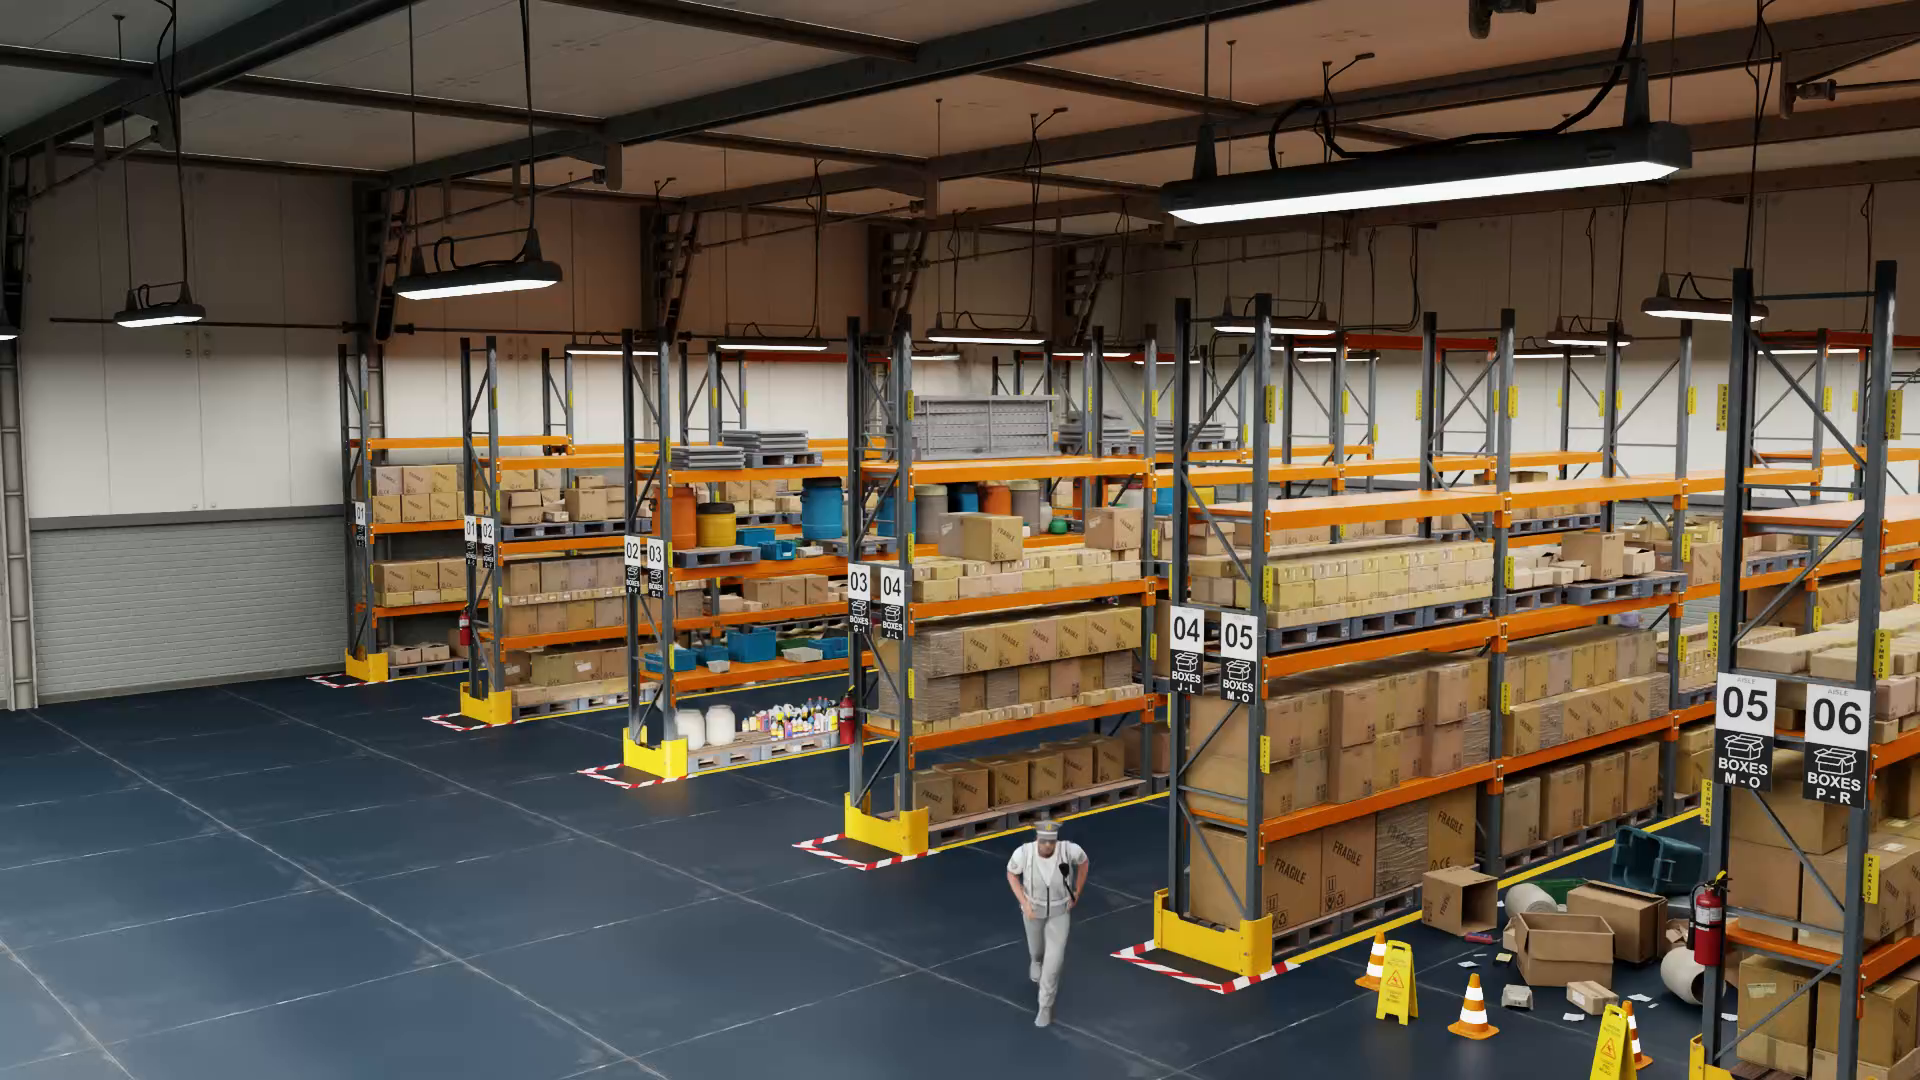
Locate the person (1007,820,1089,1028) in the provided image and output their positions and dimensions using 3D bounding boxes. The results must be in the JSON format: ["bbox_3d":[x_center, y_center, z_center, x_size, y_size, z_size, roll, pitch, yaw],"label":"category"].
[{"bbox_3d":[0.727,3.106,13.956,0.688,1.735,0.997,0,5,-2],"label":"person"}]

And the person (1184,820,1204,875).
[{"bbox_3d":[2.747,2.722,17.941,0.830,1.711,0.570,-4,6,-36],"label":"person"}]

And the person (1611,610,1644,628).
[{"bbox_3d":[12.005,1.686,29.788,0.624,1.610,0.981,-3,6,-27],"label":"person"}]

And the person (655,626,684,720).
[{"bbox_3d":[-4.392,2.101,24.962,0.619,1.634,0.543,-5,7,-44],"label":"person"}]

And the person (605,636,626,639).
[{"bbox_3d":[-6.068,1.630,29.720,0.669,1.807,0.762,4,7,41],"label":"person"}]
